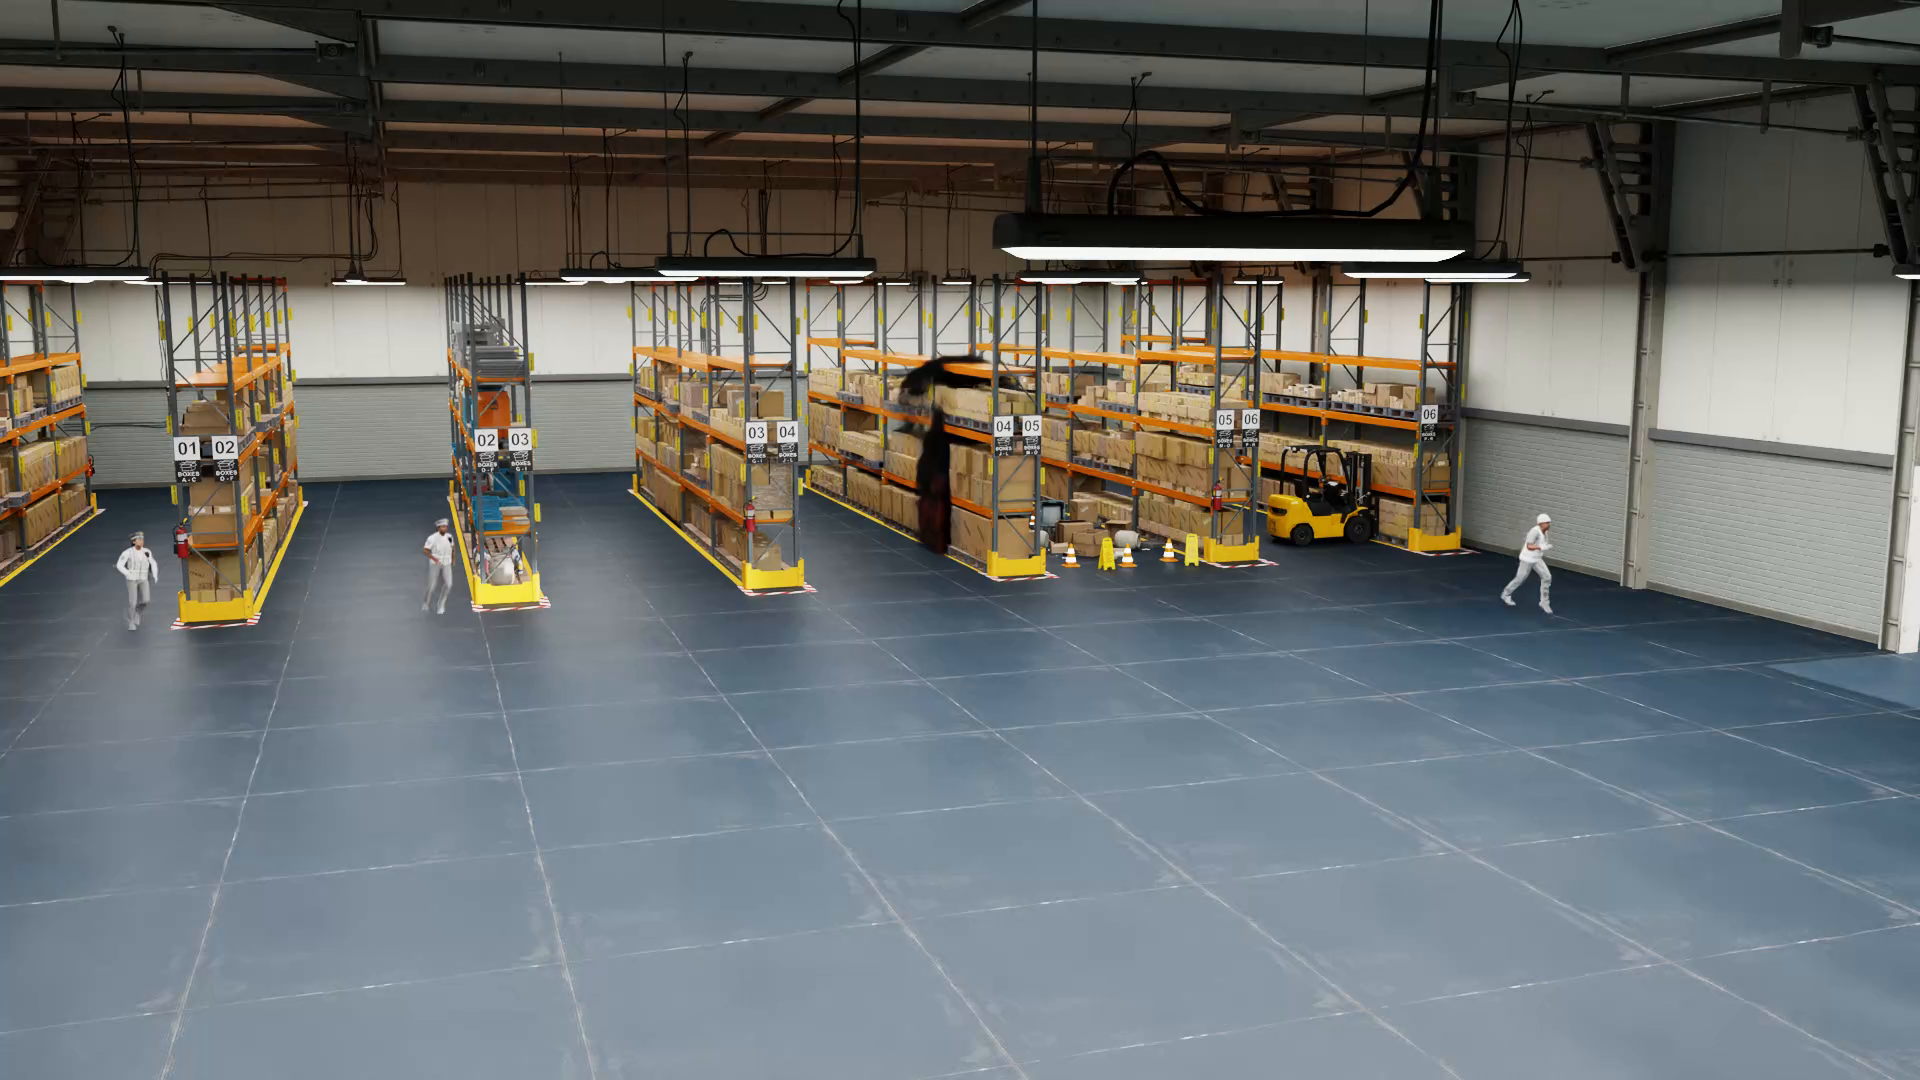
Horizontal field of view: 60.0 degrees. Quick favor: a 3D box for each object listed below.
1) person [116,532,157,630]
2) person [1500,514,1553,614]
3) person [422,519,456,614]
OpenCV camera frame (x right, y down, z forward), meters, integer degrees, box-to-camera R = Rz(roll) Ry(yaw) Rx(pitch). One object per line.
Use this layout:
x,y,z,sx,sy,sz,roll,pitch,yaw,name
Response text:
-13.874,0.685,28.133,0.489,1.649,0.683,8,12,43,person
10.137,0.402,29.673,0.673,1.791,0.985,-7,11,-39,person
-9.249,0.460,29.626,0.658,1.699,0.665,-6,11,-36,person
